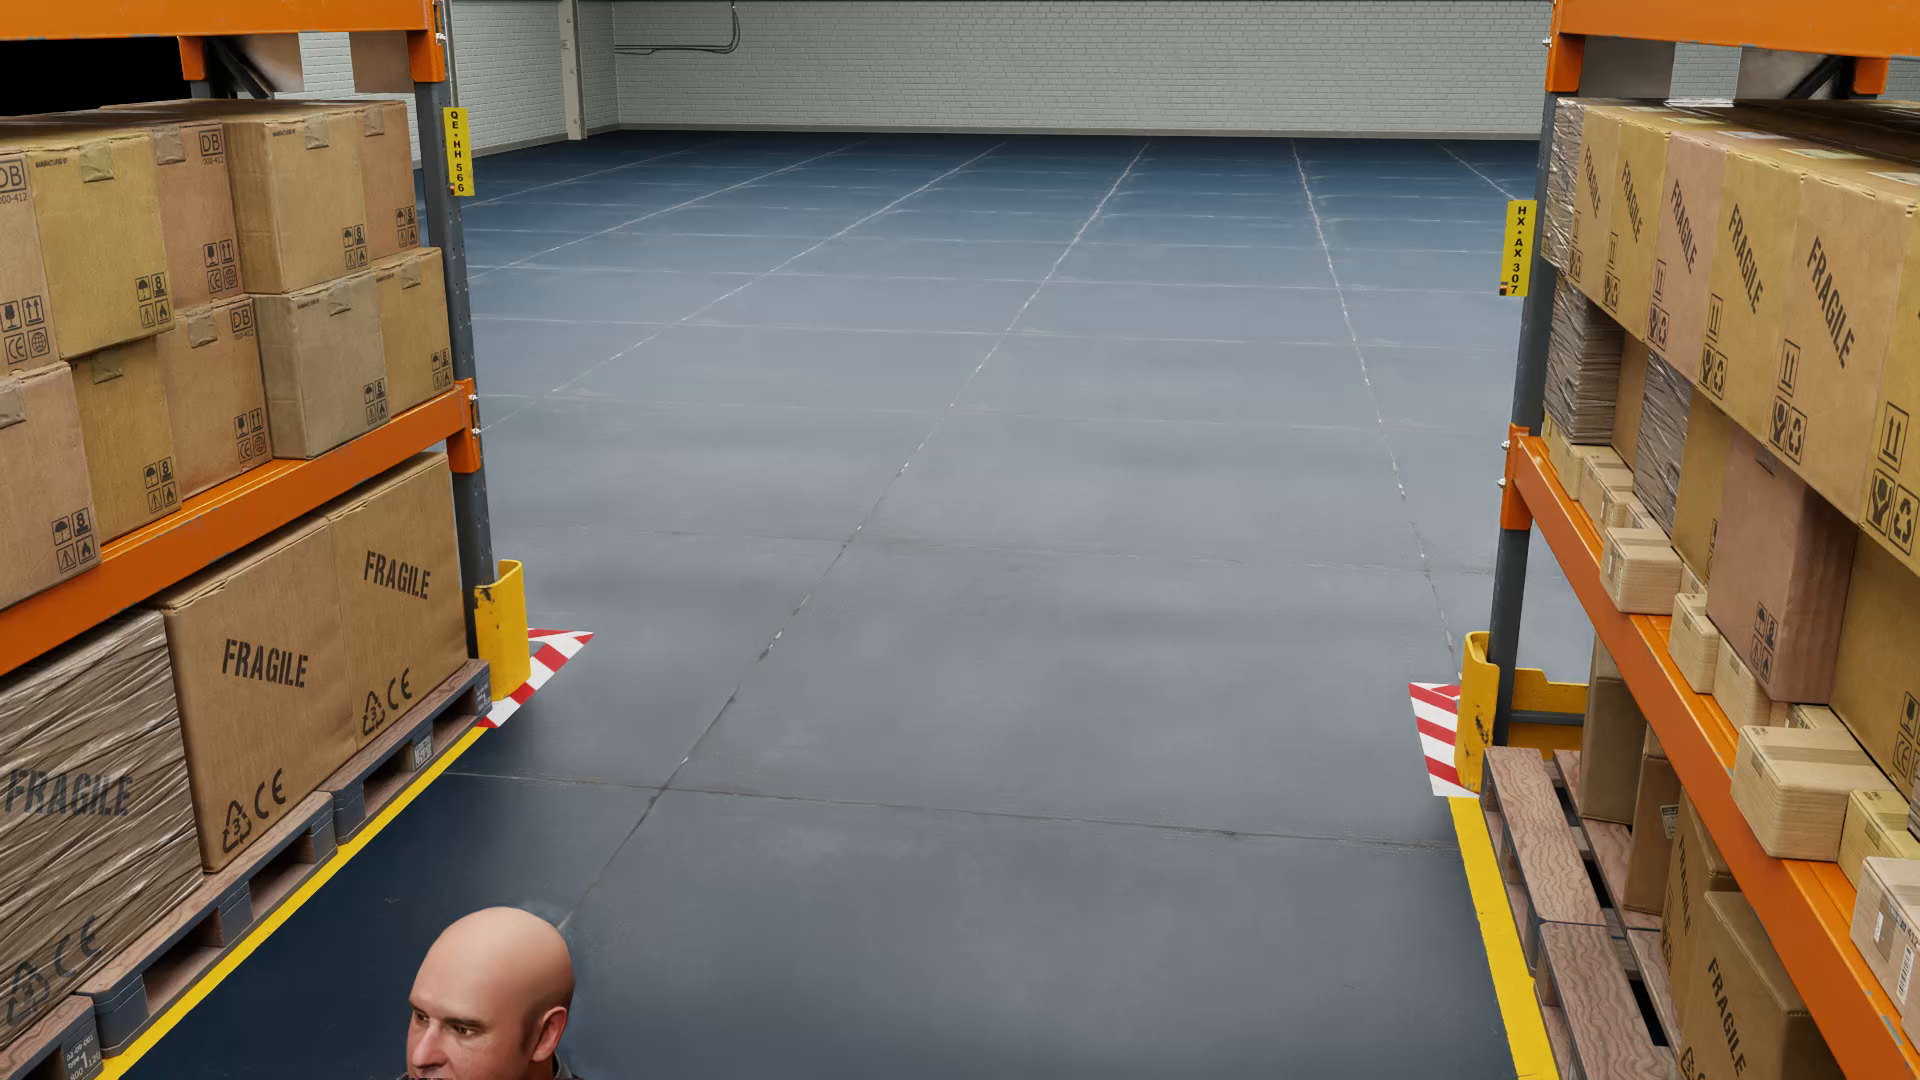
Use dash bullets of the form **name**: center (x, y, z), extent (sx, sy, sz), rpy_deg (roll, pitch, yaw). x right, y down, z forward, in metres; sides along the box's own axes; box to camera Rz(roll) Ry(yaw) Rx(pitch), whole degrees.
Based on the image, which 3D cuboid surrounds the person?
- **person**: center (-0.558, 1.268, 2.142), extent (0.538, 1.680, 1.000), rpy_deg (4, 18, 13)
